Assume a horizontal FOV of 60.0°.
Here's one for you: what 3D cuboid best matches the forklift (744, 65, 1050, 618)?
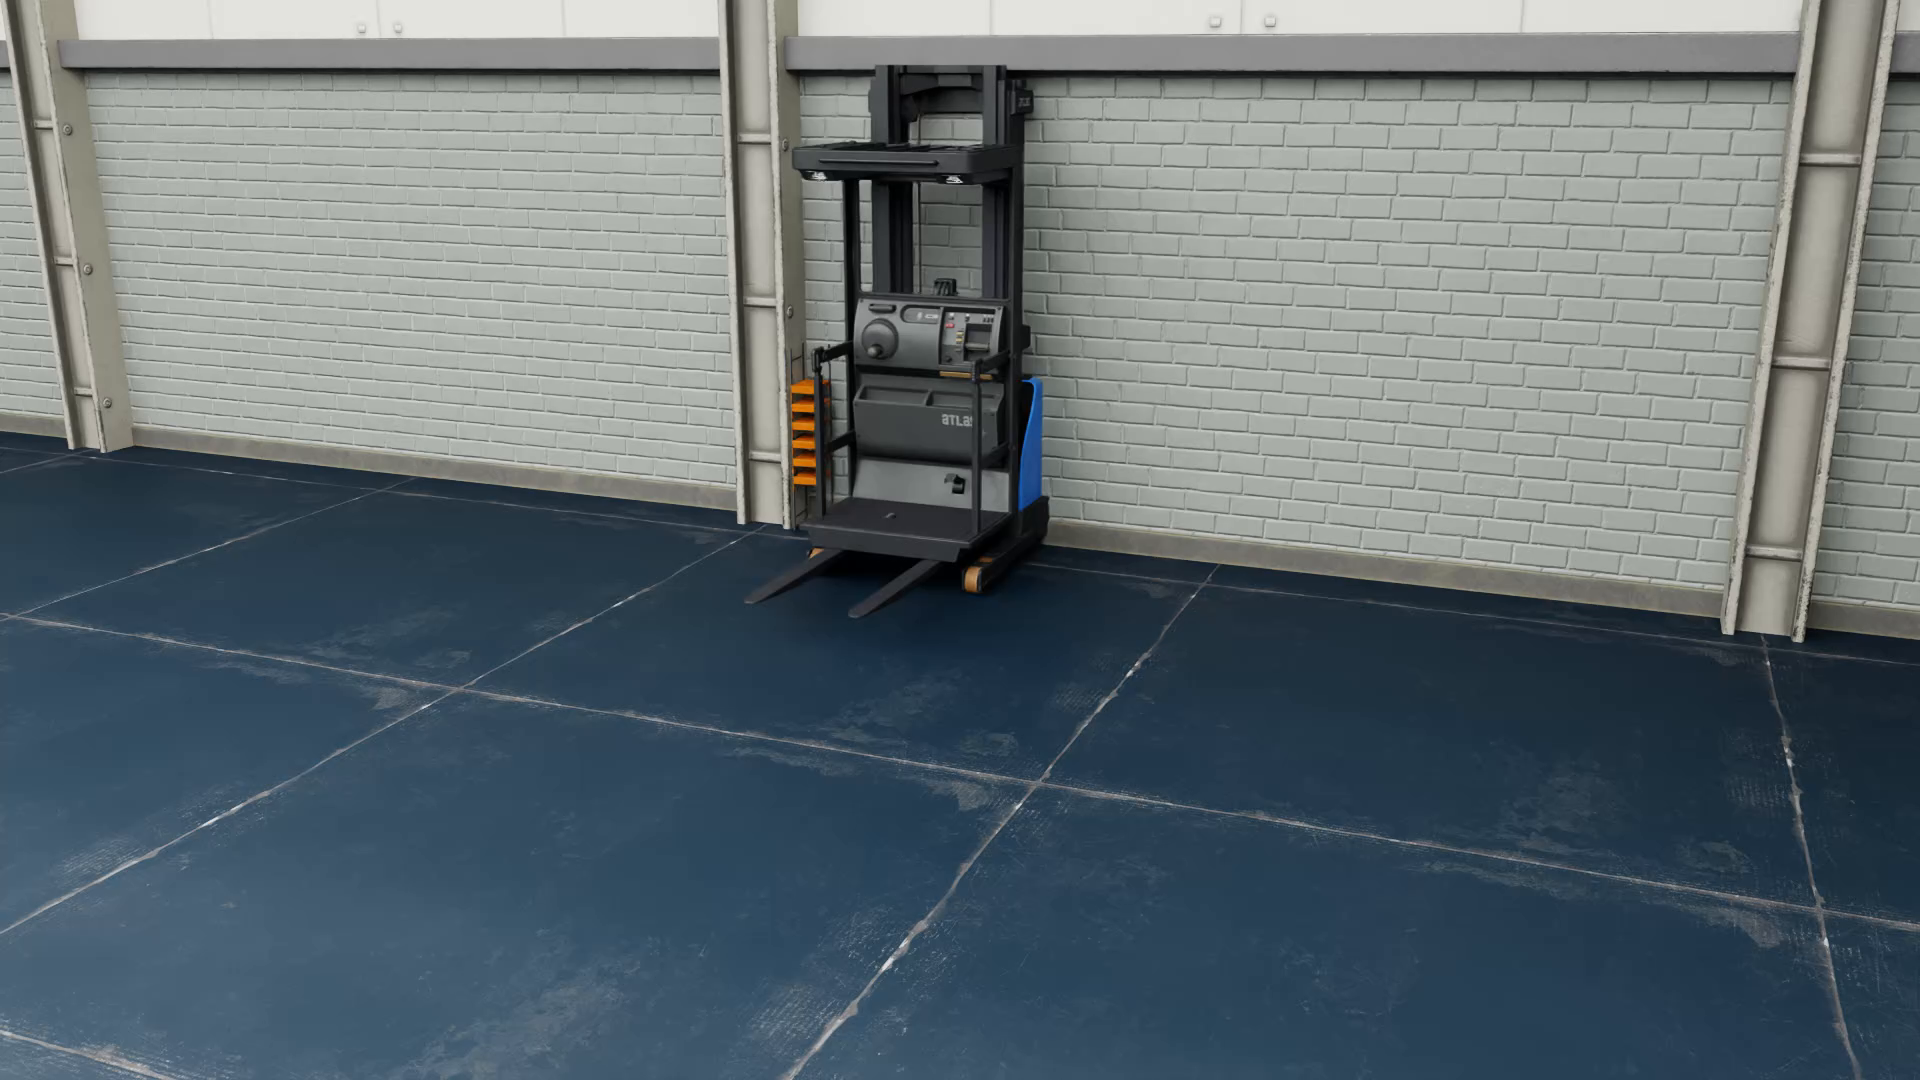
[{"bbox_3d":[-0.267,-1.225,9.635,1.130,2.935,3.031,6,17,21],"label":"forklift"}]

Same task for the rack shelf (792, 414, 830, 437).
[{"bbox_3d":[-0.961,-0.736,10.785,0.180,0.103,0.258,5,17,15],"label":"rack shelf"}]

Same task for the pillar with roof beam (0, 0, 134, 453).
[{"bbox_3d":[-8.402,-3.949,8.136,0.400,9.000,9.100,6,17,21],"label":"pillar with roof beam"}]

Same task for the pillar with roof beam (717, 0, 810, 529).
[{"bbox_3d":[-2.821,-3.335,6.022,0.400,9.000,9.100,6,17,21],"label":"pillar with roof beam"}]

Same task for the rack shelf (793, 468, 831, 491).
[{"bbox_3d":[-0.962,-0.391,10.886,0.180,0.103,0.258,5,17,15],"label":"rack shelf"}]

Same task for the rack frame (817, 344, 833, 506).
[{"bbox_3d":[-0.873,-0.656,10.783,0.006,1.200,0.240,5,17,15],"label":"rack frame"}]

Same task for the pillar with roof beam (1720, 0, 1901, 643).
[{"bbox_3d":[2.761,-2.721,3.907,0.400,9.000,9.100,6,17,21],"label":"pillar with roof beam"}]

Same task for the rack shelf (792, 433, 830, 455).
[{"bbox_3d":[-0.961,-0.621,10.819,0.180,0.103,0.258,5,17,15],"label":"rack shelf"}]

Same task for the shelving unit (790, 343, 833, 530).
[{"bbox_3d":[-0.961,-0.664,10.806,0.189,1.200,0.258,5,17,15],"label":"shelving unit"}]

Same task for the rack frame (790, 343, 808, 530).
[{"bbox_3d":[-1.049,-0.671,10.830,0.006,1.200,0.240,5,17,15],"label":"rack frame"}]

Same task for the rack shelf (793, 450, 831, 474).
[{"bbox_3d":[-0.962,-0.506,10.852,0.180,0.103,0.258,5,17,15],"label":"rack shelf"}]

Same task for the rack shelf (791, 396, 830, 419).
[{"bbox_3d":[-0.960,-0.852,10.752,0.180,0.103,0.258,5,17,15],"label":"rack shelf"}]

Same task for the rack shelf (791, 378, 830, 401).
[{"bbox_3d":[-0.960,-0.967,10.718,0.180,0.103,0.258,5,17,15],"label":"rack shelf"}]
